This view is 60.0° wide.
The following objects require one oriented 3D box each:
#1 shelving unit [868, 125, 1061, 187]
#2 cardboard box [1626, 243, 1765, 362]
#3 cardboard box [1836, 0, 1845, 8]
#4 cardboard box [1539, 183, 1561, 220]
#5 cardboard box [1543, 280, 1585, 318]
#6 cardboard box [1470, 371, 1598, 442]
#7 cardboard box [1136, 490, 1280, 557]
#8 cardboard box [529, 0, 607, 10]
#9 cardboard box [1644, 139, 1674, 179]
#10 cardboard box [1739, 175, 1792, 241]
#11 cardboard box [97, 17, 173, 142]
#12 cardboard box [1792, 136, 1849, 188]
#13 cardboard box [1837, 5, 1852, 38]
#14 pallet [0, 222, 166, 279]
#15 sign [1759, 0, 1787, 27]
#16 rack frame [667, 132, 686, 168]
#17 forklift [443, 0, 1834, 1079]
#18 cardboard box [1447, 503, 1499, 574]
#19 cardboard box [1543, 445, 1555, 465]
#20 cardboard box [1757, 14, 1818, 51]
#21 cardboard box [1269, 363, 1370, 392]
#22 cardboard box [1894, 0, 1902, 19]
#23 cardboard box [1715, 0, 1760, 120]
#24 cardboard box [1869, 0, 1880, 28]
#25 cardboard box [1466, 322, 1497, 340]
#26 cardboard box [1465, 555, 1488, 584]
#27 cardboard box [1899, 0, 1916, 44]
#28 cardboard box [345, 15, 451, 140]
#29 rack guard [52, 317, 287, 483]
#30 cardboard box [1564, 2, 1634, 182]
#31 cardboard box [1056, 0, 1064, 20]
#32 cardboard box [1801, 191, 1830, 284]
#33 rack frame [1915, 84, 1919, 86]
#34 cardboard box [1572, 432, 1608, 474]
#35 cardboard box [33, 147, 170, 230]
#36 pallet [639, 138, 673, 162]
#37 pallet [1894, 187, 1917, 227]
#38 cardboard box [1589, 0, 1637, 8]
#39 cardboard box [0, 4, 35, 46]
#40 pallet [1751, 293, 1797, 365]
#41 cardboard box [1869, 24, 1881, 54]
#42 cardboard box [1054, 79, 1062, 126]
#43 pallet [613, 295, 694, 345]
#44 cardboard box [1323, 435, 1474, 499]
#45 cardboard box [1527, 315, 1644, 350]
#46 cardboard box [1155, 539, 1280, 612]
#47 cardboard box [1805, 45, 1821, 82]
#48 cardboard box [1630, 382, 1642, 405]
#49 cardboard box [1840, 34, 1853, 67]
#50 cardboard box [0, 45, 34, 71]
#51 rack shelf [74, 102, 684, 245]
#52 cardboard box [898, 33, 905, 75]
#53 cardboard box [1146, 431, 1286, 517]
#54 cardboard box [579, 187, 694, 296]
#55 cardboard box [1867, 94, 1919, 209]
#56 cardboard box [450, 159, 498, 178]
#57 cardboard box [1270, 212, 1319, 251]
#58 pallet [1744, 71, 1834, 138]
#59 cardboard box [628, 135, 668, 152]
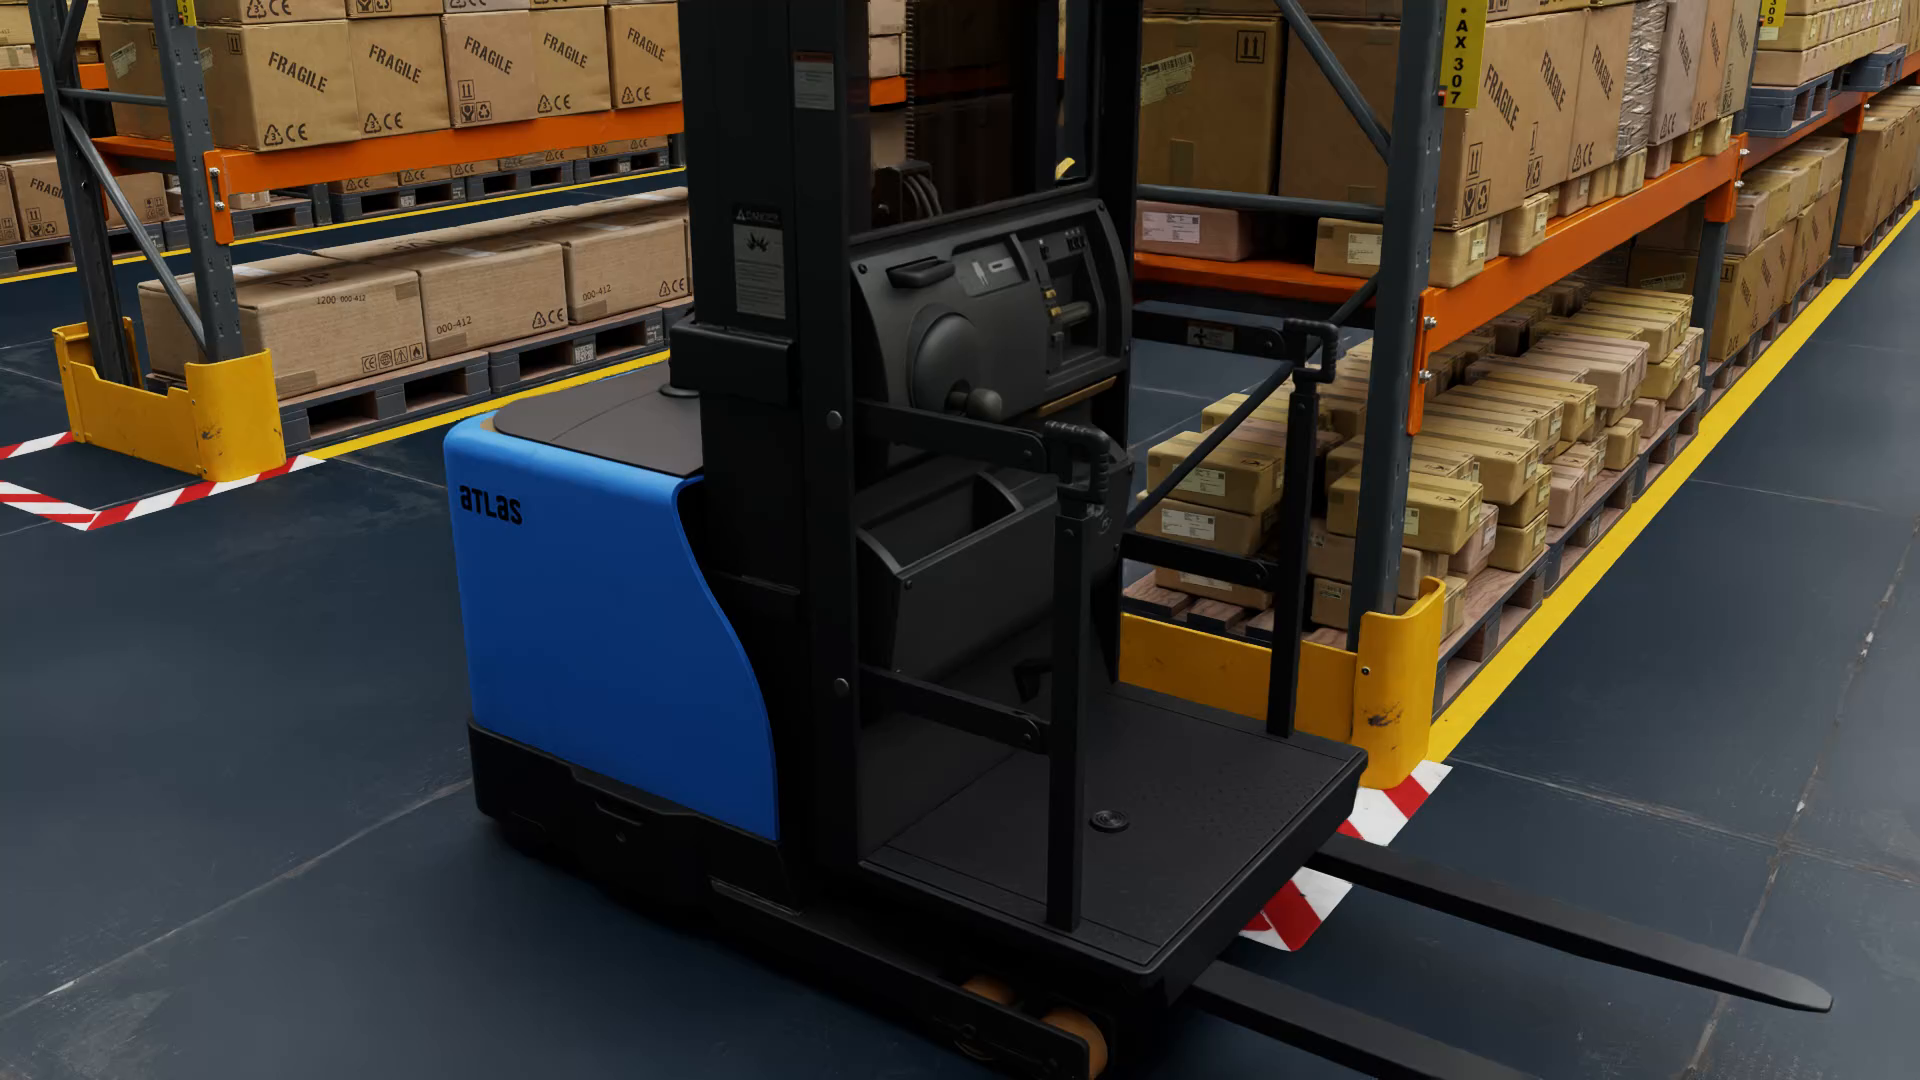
[{"bbox_3d":[0.004,-0.705,6.010,0.431,1.500,0.755,13,24,32],"label":"shelving unit"},{"bbox_3d":[3.600,-1.202,8.190,0.500,0.500,0.500,14,25,34],"label":"cardboard box"},{"bbox_3d":[4.008,-2.624,7.935,0.380,0.149,0.250,13,24,31],"label":"cardboard box"},{"bbox_3d":[1.680,-1.103,5.285,0.380,0.149,0.250,13,24,31],"label":"cardboard box"},{"bbox_3d":[2.601,-1.098,7.556,0.380,0.149,0.250,14,25,34],"label":"cardboard box"},{"bbox_3d":[2.016,-0.474,5.870,0.380,0.149,0.250,14,24,33],"label":"cardboard box"},{"bbox_3d":[0.778,-0.076,5.223,0.380,0.149,0.250,13,24,30],"label":"cardboard box"},{"bbox_3d":[-2.081,-2.846,8.051,0.500,0.500,0.500,13,24,32],"label":"cardboard box"},{"bbox_3d":[2.451,-1.459,6.248,0.380,0.149,0.250,12,23,30],"label":"cardboard box"},{"bbox_3d":[3.897,-1.708,8.474,0.500,0.250,0.500,14,25,33],"label":"cardboard box"},{"bbox_3d":[-3.381,-2.043,7.320,0.500,0.500,0.500,13,24,32],"label":"cardboard box"},{"bbox_3d":[5.047,-2.294,10.060,0.500,0.250,0.500,13,24,31],"label":"cardboard box"},{"bbox_3d":[4.152,-2.561,8.192,0.380,0.149,0.250,14,25,34],"label":"cardboard box"},{"bbox_3d":[-6.364,-2.065,11.542,1.003,0.211,1.213,13,24,32],"label":"pallet"},{"bbox_3d":[3.419,-2.320,6.965,0.100,0.325,0.005,13,24,32],"label":"sign"},{"bbox_3d":[-3.044,-5.068,15.644,1.000,3.000,0.127,13,24,32],"label":"rack frame"},{"bbox_3d":[0.264,-0.485,3.351,3.031,2.935,1.130,14,24,32],"label":"forklift"},{"bbox_3d":[1.424,-0.037,5.117,0.380,0.149,0.250,13,24,32],"label":"cardboard box"},{"bbox_3d":[1.912,-0.357,5.983,0.380,0.149,0.250,15,25,35],"label":"cardboard box"},{"bbox_3d":[3.567,-2.259,7.378,0.380,0.149,0.250,14,24,33],"label":"cardboard box"},{"bbox_3d":[1.337,-0.520,5.993,0.380,0.149,0.250,14,25,34],"label":"cardboard box"},{"bbox_3d":[5.313,-3.153,9.794,0.380,0.149,0.250,14,24,33],"label":"cardboard box"},{"bbox_3d":[2.927,-2.010,6.802,0.500,0.500,0.500,13,24,32],"label":"cardboard box"},{"bbox_3d":[4.736,-2.858,8.995,0.380,0.149,0.250,13,24,31],"label":"cardboard box"},{"bbox_3d":[1.957,-0.812,6.783,0.380,0.149,0.250,14,24,33],"label":"cardboard box"},{"bbox_3d":[1.490,0.019,5.395,0.380,0.149,0.250,14,24,32],"label":"cardboard box"},{"bbox_3d":[6.257,-3.579,11.474,0.500,0.500,0.500,13,24,32],"label":"cardboard box"},{"bbox_3d":[-2.665,-2.085,7.435,0.500,0.500,0.500,13,24,31],"label":"cardboard box"},{"bbox_3d":[-3.447,-0.627,7.239,1.175,0.500,0.348,13,24,32],"label":"rack guard"},{"bbox_3d":[1.763,-1.428,5.228,0.500,0.500,0.500,14,24,33],"label":"cardboard box"},{"bbox_3d":[0.445,-3.778,11.652,0.500,0.250,0.500,13,24,30],"label":"cardboard box"},{"bbox_3d":[4.765,-1.802,9.810,0.500,0.500,0.500,14,25,34],"label":"cardboard box"},{"bbox_3d":[7.463,-4.313,13.601,1.000,3.000,0.127,13,24,32],"label":"rack frame"},{"bbox_3d":[2.243,-0.340,6.364,0.380,0.149,0.250,14,24,33],"label":"cardboard box"},{"bbox_3d":[-6.022,-2.490,11.671,0.700,0.500,0.500,12,24,30],"label":"cardboard box"},{"bbox_3d":[-2.549,-3.989,16.745,1.003,0.211,1.213,13,24,32],"label":"pallet"},{"bbox_3d":[7.091,-2.769,13.446,1.003,0.211,1.213,13,24,32],"label":"pallet"},{"bbox_3d":[1.778,-1.893,5.045,0.500,0.500,0.500,13,24,31],"label":"cardboard box"},{"bbox_3d":[-6.228,-3.362,10.817,0.500,0.250,0.500,13,24,30],"label":"cardboard box"},{"bbox_3d":[4.087,-1.285,9.434,1.003,0.211,1.213,13,24,32],"label":"pallet"},{"bbox_3d":[4.889,-2.798,9.261,0.380,0.149,0.250,13,24,31],"label":"cardboard box"},{"bbox_3d":[0.606,-3.120,12.833,0.875,0.875,0.875,13,24,31],"label":"cardboard box"},{"bbox_3d":[-1.677,-1.443,9.862,1.003,0.211,1.213,13,24,32],"label":"pallet"},{"bbox_3d":[1.348,-0.195,5.116,0.380,0.149,0.250,14,24,33],"label":"cardboard box"},{"bbox_3d":[2.526,-0.790,6.725,0.380,0.149,0.250,14,25,34],"label":"cardboard box"},{"bbox_3d":[0.840,0.079,5.233,0.380,0.149,0.250,14,24,33],"label":"cardboard box"},{"bbox_3d":[3.718,-2.201,7.647,0.380,0.149,0.250,14,24,33],"label":"cardboard box"},{"bbox_3d":[2.551,-0.651,6.777,0.380,0.149,0.250,14,24,32],"label":"cardboard box"},{"bbox_3d":[4.297,-2.496,8.445,0.380,0.149,0.250,13,24,31],"label":"cardboard box"},{"bbox_3d":[-6.233,-3.136,10.780,0.380,0.149,0.250,14,24,33],"label":"cardboard box"},{"bbox_3d":[-2.309,-2.043,8.500,1.077,0.370,4.000,13,24,32],"label":"rack shelf"},{"bbox_3d":[-0.430,-3.107,10.557,0.500,0.250,0.500,13,24,31],"label":"cardboard box"},{"bbox_3d":[0.805,-0.210,5.155,0.380,0.149,0.250,14,24,32],"label":"cardboard box"},{"bbox_3d":[-1.627,-1.790,9.868,0.875,0.438,0.875,13,24,31],"label":"cardboard box"},{"bbox_3d":[6.643,-2.983,12.643,1.050,0.750,0.750,13,24,32],"label":"cardboard box"},{"bbox_3d":[-4.259,-3.337,13.961,0.500,0.500,0.500,12,24,30],"label":"cardboard box"},{"bbox_3d":[0.837,-0.965,4.911,0.380,0.149,0.250,13,24,32],"label":"cardboard box"},{"bbox_3d":[3.516,-2.118,7.945,1.003,0.211,1.213,13,24,32],"label":"pallet"},{"bbox_3d":[-3.104,-3.930,15.563,0.500,0.500,0.500,14,25,33],"label":"cardboard box"}]
